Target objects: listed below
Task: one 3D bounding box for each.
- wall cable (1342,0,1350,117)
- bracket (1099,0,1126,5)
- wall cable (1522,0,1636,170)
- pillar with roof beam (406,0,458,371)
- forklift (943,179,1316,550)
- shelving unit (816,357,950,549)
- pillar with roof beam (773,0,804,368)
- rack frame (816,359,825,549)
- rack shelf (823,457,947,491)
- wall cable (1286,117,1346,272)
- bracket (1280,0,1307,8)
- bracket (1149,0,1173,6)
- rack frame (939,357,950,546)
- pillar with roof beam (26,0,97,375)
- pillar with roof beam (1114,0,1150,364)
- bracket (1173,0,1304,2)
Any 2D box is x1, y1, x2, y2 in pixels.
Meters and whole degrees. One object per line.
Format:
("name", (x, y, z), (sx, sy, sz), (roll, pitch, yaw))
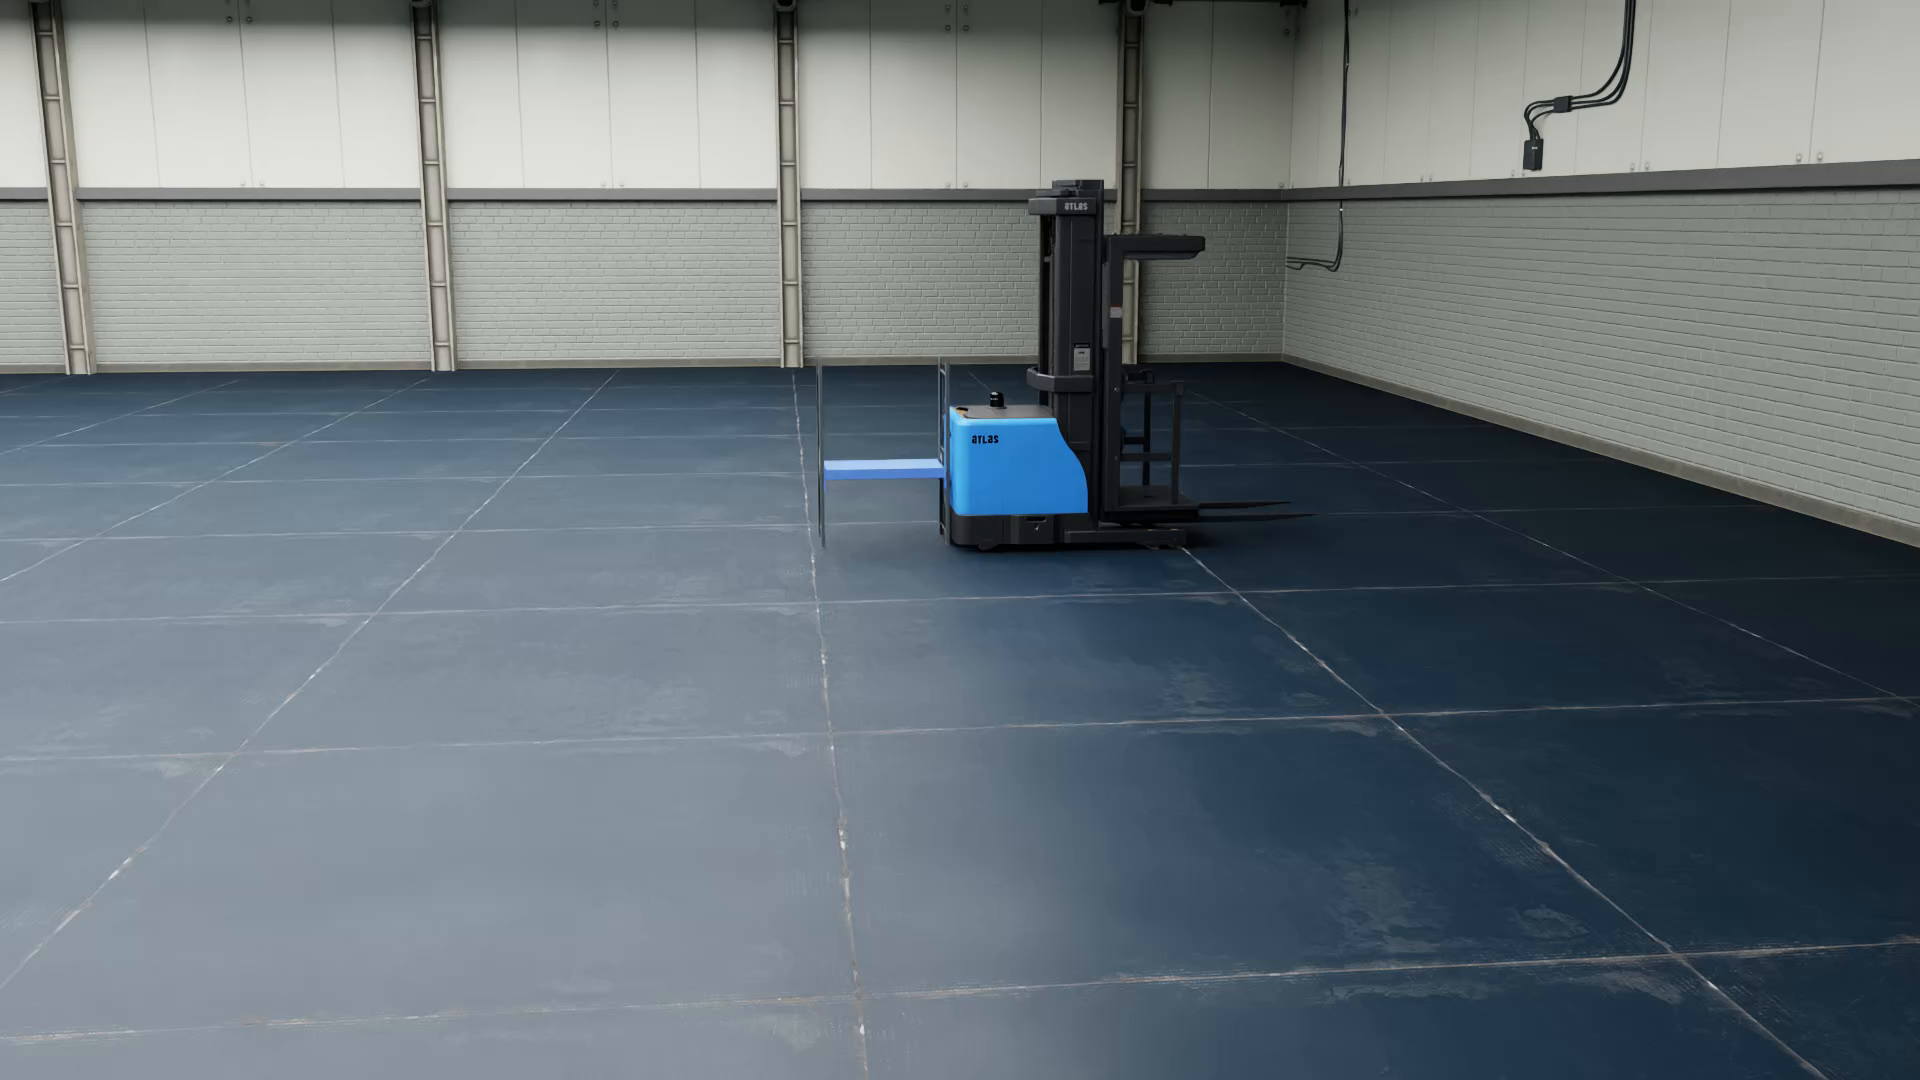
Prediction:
("wall cable", (6.348, -7.860, 25.479), (0.112, 2.526, 3.097), (-1, 11, -6))
("bracket", (2.610, -9.306, 28.546), (0.430, 0.232, 0.235), (-1, 11, -6))
("wall cable", (7.065, -7.272, 18.715), (0.169, 6.003, 2.305), (-1, 11, -6))
("pillar with roof beam", (-8.481, -6.541, 23.812), (0.548, 9.000, 9.100), (-1, 11, -6))
("forklift", (1.410, -1.461, 13.701), (3.031, 2.935, 1.130), (-1, 11, -7))
("shelving unit", (-0.635, -0.720, 13.641), (1.048, 1.500, 0.538), (-1, 11, -7))
("pillar with roof beam", (-2.516, -6.666, 24.448), (0.548, 9.000, 9.100), (-1, 11, -6))
("rack frame", (-1.139, -0.707, 13.578), (0.032, 1.500, 0.500), (-1, 11, -7))
("rack shelf", (-0.635, -0.543, 13.676), (1.000, 0.185, 0.538), (-1, 11, -7))
("wall cable", (6.056, -5.901, 28.605), (0.112, 2.526, 3.097), (-1, 11, -6))
("bracket", (5.791, -9.373, 28.885), (0.430, 0.232, 0.235), (-1, 11, -6))
("bracket", (3.435, -9.323, 28.634), (0.430, 0.232, 0.235), (-1, 11, -6))
("rack frame", (-0.131, -0.732, 13.704), (0.032, 1.500, 0.500), (-1, 11, -7))
("pillar with roof beam", (-14.446, -6.416, 23.177), (0.548, 9.000, 9.100), (-1, 11, -6))
("pillar with roof beam", (3.449, -6.791, 25.084), (0.548, 9.000, 9.100), (-1, 11, -6))
("bracket", (5.204, -9.361, 28.822), (3.189, 0.066, 0.076), (-1, 11, -6))
